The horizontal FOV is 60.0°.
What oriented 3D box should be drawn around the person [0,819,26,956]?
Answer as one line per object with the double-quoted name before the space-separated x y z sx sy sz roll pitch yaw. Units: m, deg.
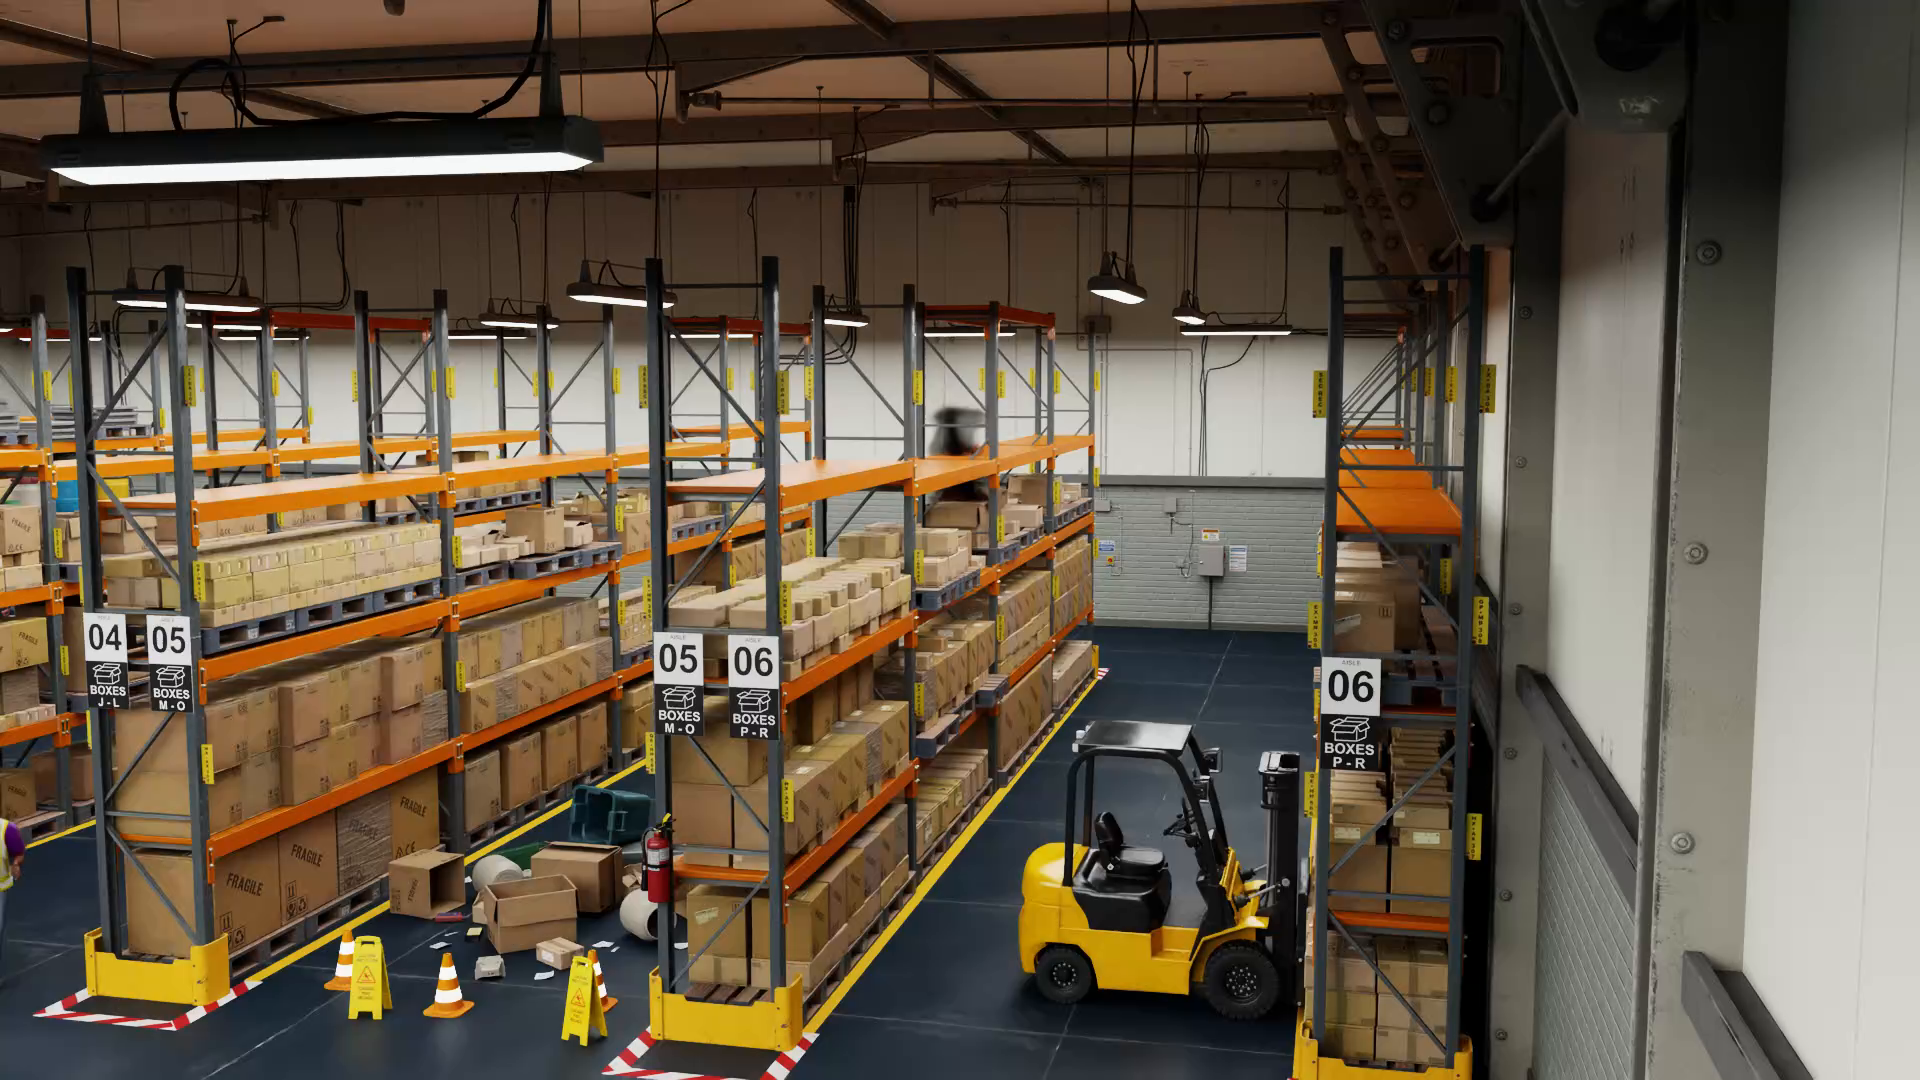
"person" -8.101 2.919 13.738 0.708 1.717 0.684 -4 7 -36
